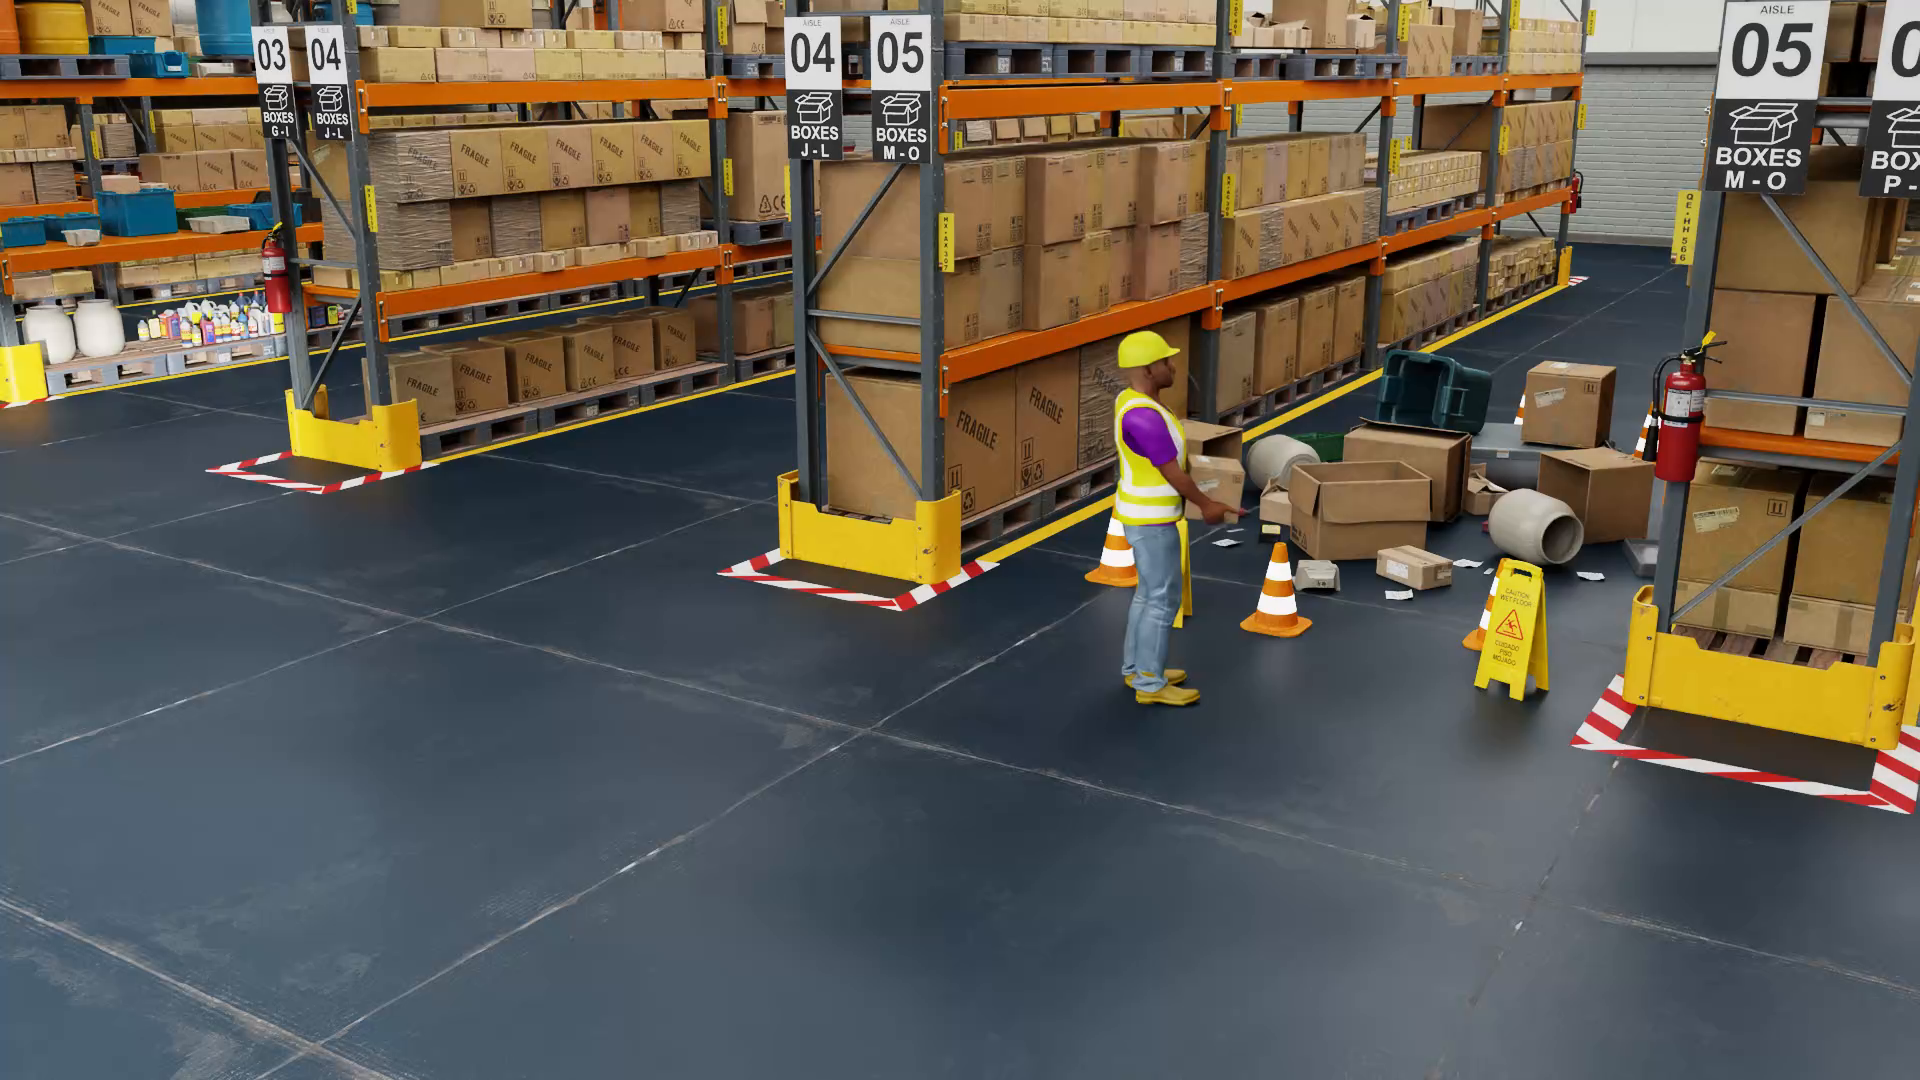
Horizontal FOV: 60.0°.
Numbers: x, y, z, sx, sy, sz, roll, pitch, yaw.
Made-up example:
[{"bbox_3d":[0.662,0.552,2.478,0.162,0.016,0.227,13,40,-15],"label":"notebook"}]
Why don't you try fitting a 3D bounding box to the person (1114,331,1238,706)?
[{"bbox_3d":[1.002,-0.106,7.861,0.578,1.765,0.514,0,16,2],"label":"person"}]
